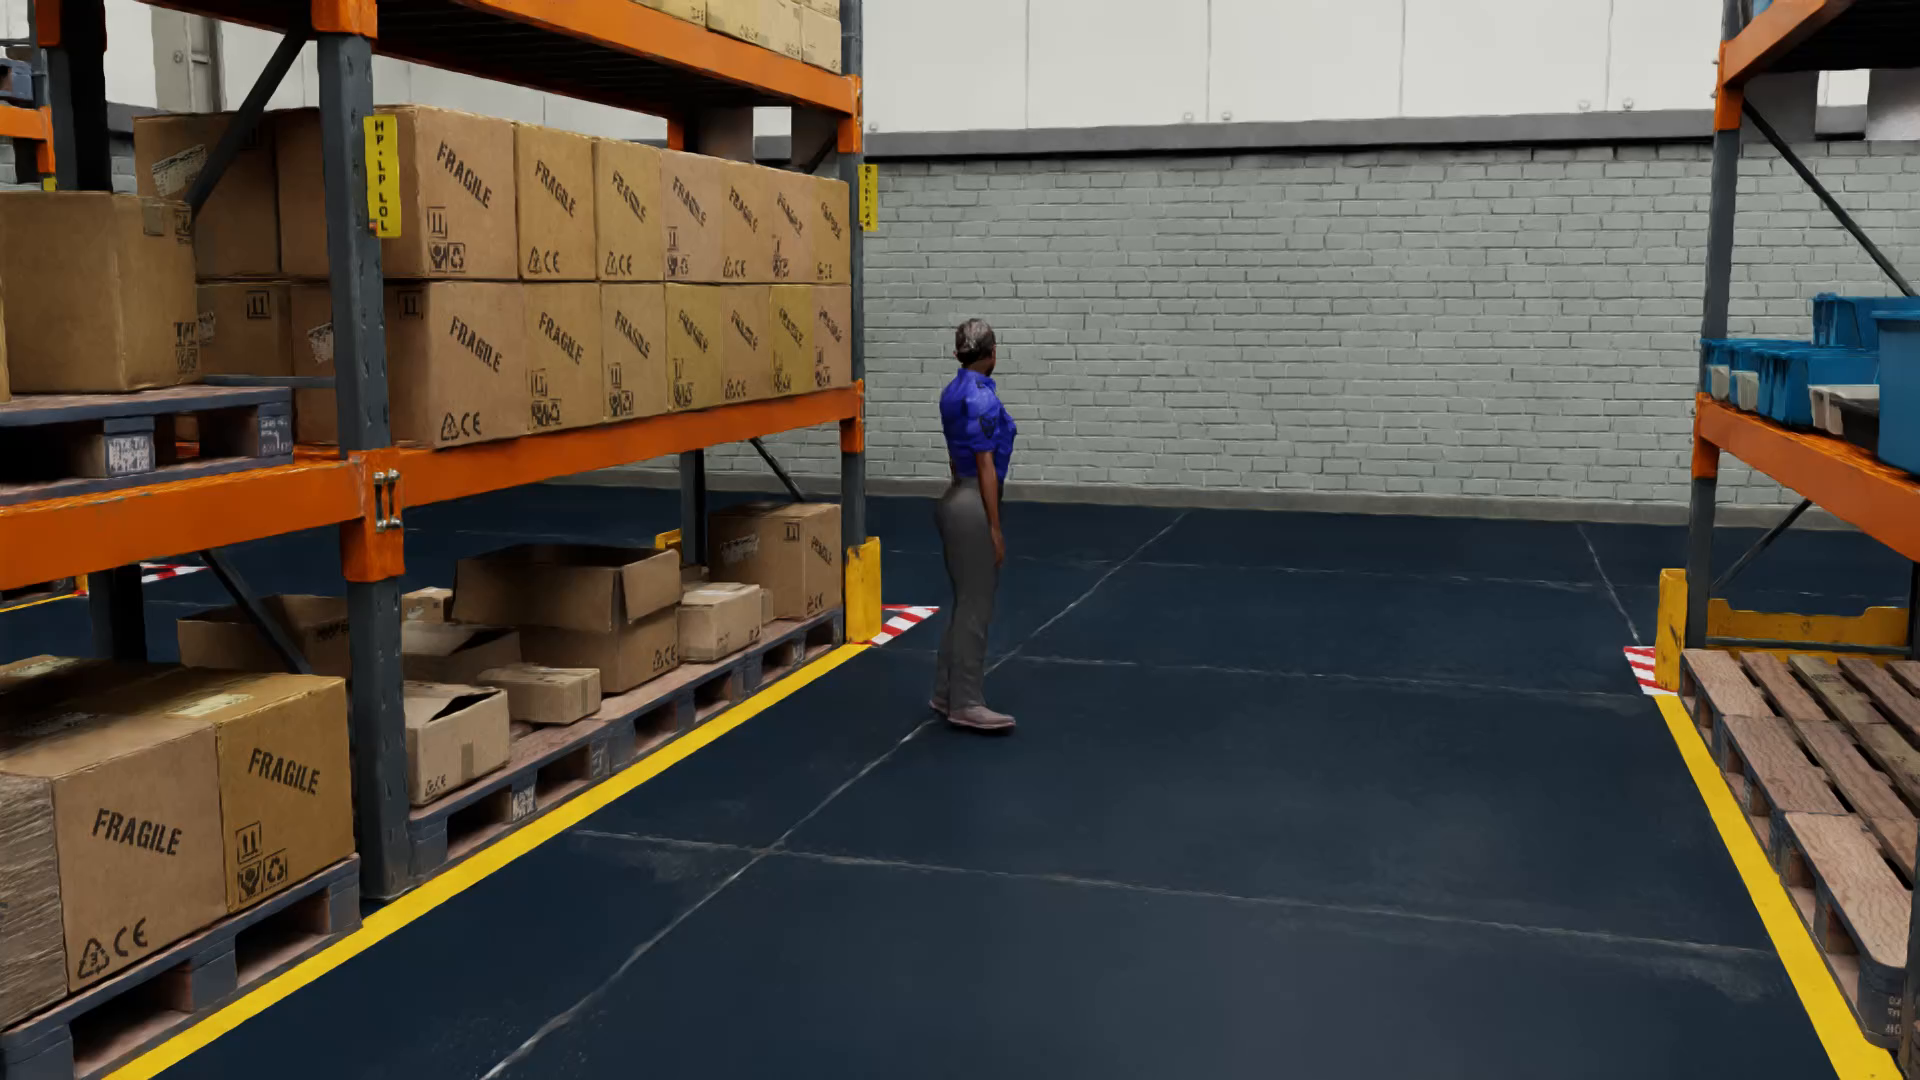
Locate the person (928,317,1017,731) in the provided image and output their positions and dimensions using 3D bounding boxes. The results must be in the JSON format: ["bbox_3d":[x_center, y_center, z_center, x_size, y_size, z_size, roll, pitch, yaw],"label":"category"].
[{"bbox_3d":[0.050,-0.048,6.791,0.351,1.704,0.540,-2,9,-11],"label":"person"}]
